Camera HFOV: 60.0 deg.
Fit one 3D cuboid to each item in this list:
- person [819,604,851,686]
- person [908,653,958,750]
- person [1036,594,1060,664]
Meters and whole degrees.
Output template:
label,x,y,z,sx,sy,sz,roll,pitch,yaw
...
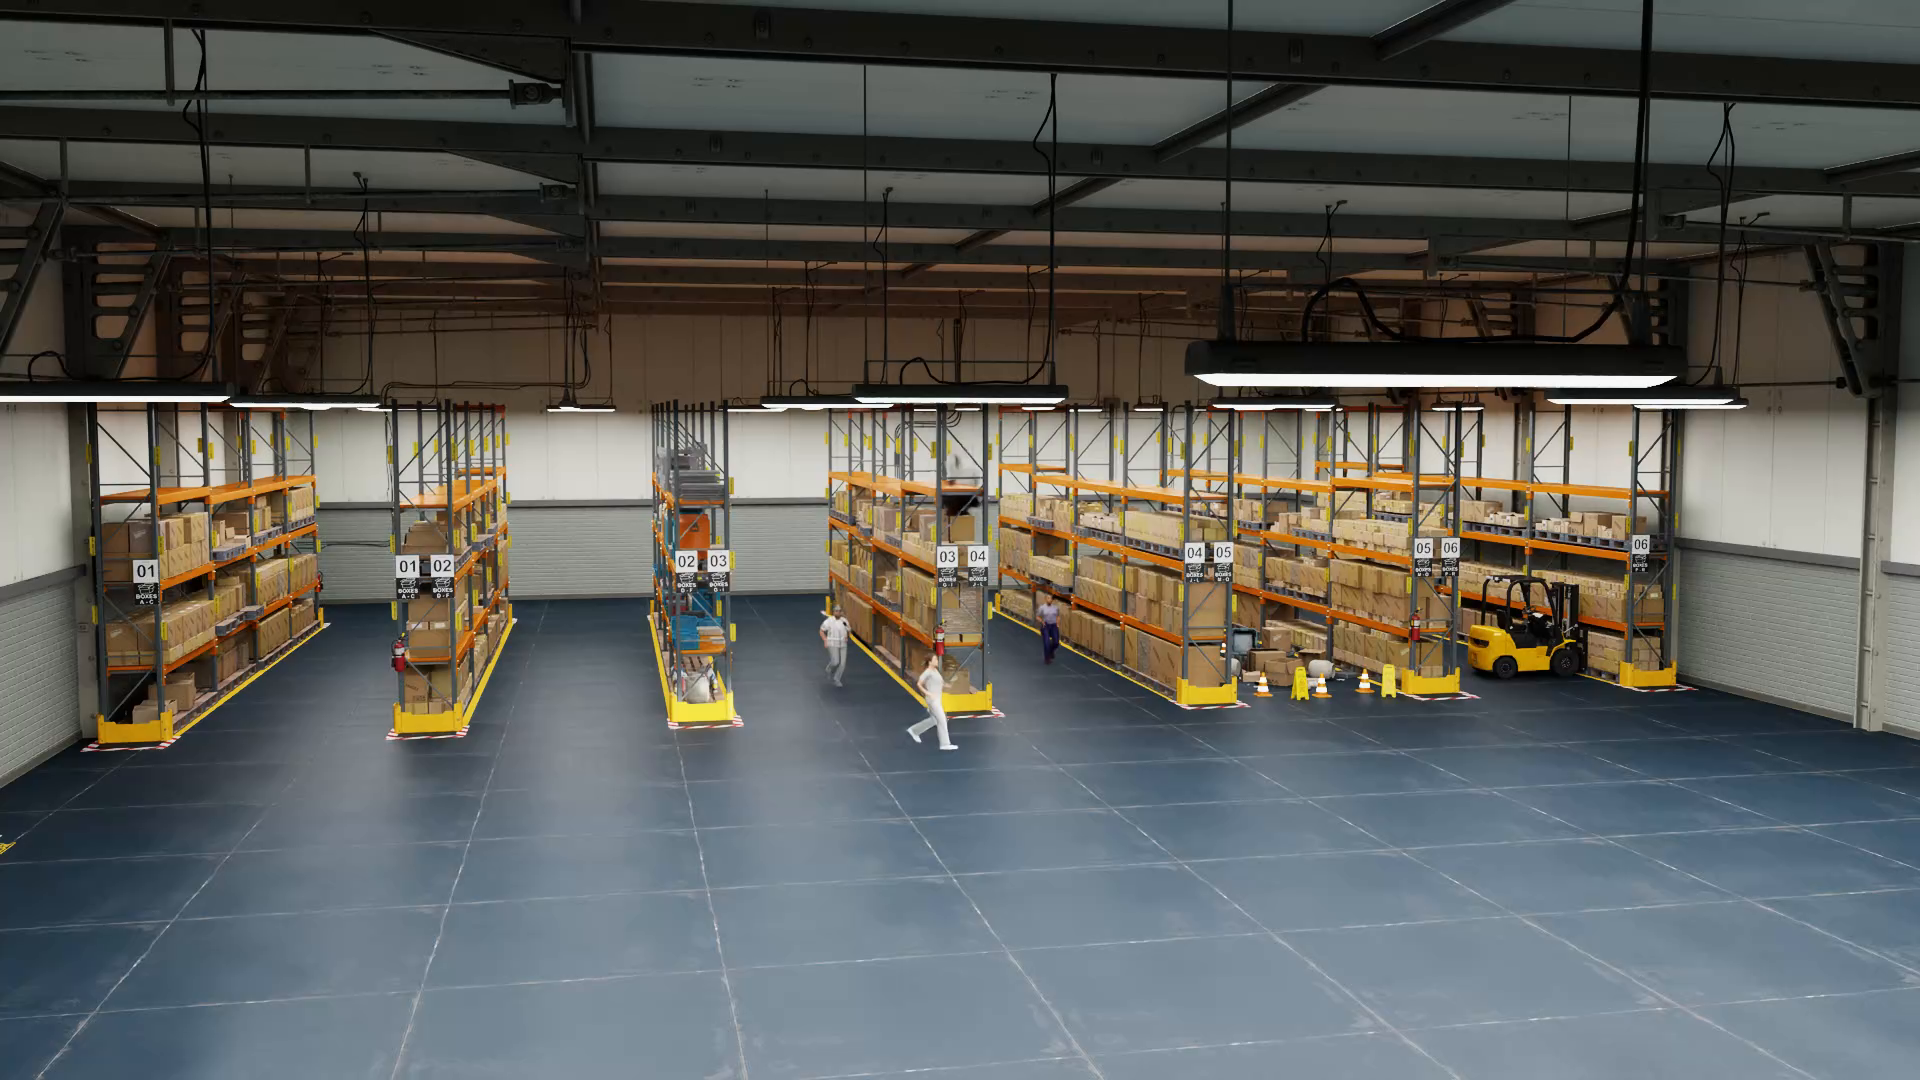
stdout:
label,x,y,z,sx,sy,sz,roll,pitch,yaw
person,-2.576,2.219,35.031,0.658,1.732,0.591,-2,5,-24
person,-0.480,2.747,28.391,0.918,1.645,0.575,1,4,17
person,2.052,2.082,38.282,0.603,1.514,0.571,-1,4,-12
